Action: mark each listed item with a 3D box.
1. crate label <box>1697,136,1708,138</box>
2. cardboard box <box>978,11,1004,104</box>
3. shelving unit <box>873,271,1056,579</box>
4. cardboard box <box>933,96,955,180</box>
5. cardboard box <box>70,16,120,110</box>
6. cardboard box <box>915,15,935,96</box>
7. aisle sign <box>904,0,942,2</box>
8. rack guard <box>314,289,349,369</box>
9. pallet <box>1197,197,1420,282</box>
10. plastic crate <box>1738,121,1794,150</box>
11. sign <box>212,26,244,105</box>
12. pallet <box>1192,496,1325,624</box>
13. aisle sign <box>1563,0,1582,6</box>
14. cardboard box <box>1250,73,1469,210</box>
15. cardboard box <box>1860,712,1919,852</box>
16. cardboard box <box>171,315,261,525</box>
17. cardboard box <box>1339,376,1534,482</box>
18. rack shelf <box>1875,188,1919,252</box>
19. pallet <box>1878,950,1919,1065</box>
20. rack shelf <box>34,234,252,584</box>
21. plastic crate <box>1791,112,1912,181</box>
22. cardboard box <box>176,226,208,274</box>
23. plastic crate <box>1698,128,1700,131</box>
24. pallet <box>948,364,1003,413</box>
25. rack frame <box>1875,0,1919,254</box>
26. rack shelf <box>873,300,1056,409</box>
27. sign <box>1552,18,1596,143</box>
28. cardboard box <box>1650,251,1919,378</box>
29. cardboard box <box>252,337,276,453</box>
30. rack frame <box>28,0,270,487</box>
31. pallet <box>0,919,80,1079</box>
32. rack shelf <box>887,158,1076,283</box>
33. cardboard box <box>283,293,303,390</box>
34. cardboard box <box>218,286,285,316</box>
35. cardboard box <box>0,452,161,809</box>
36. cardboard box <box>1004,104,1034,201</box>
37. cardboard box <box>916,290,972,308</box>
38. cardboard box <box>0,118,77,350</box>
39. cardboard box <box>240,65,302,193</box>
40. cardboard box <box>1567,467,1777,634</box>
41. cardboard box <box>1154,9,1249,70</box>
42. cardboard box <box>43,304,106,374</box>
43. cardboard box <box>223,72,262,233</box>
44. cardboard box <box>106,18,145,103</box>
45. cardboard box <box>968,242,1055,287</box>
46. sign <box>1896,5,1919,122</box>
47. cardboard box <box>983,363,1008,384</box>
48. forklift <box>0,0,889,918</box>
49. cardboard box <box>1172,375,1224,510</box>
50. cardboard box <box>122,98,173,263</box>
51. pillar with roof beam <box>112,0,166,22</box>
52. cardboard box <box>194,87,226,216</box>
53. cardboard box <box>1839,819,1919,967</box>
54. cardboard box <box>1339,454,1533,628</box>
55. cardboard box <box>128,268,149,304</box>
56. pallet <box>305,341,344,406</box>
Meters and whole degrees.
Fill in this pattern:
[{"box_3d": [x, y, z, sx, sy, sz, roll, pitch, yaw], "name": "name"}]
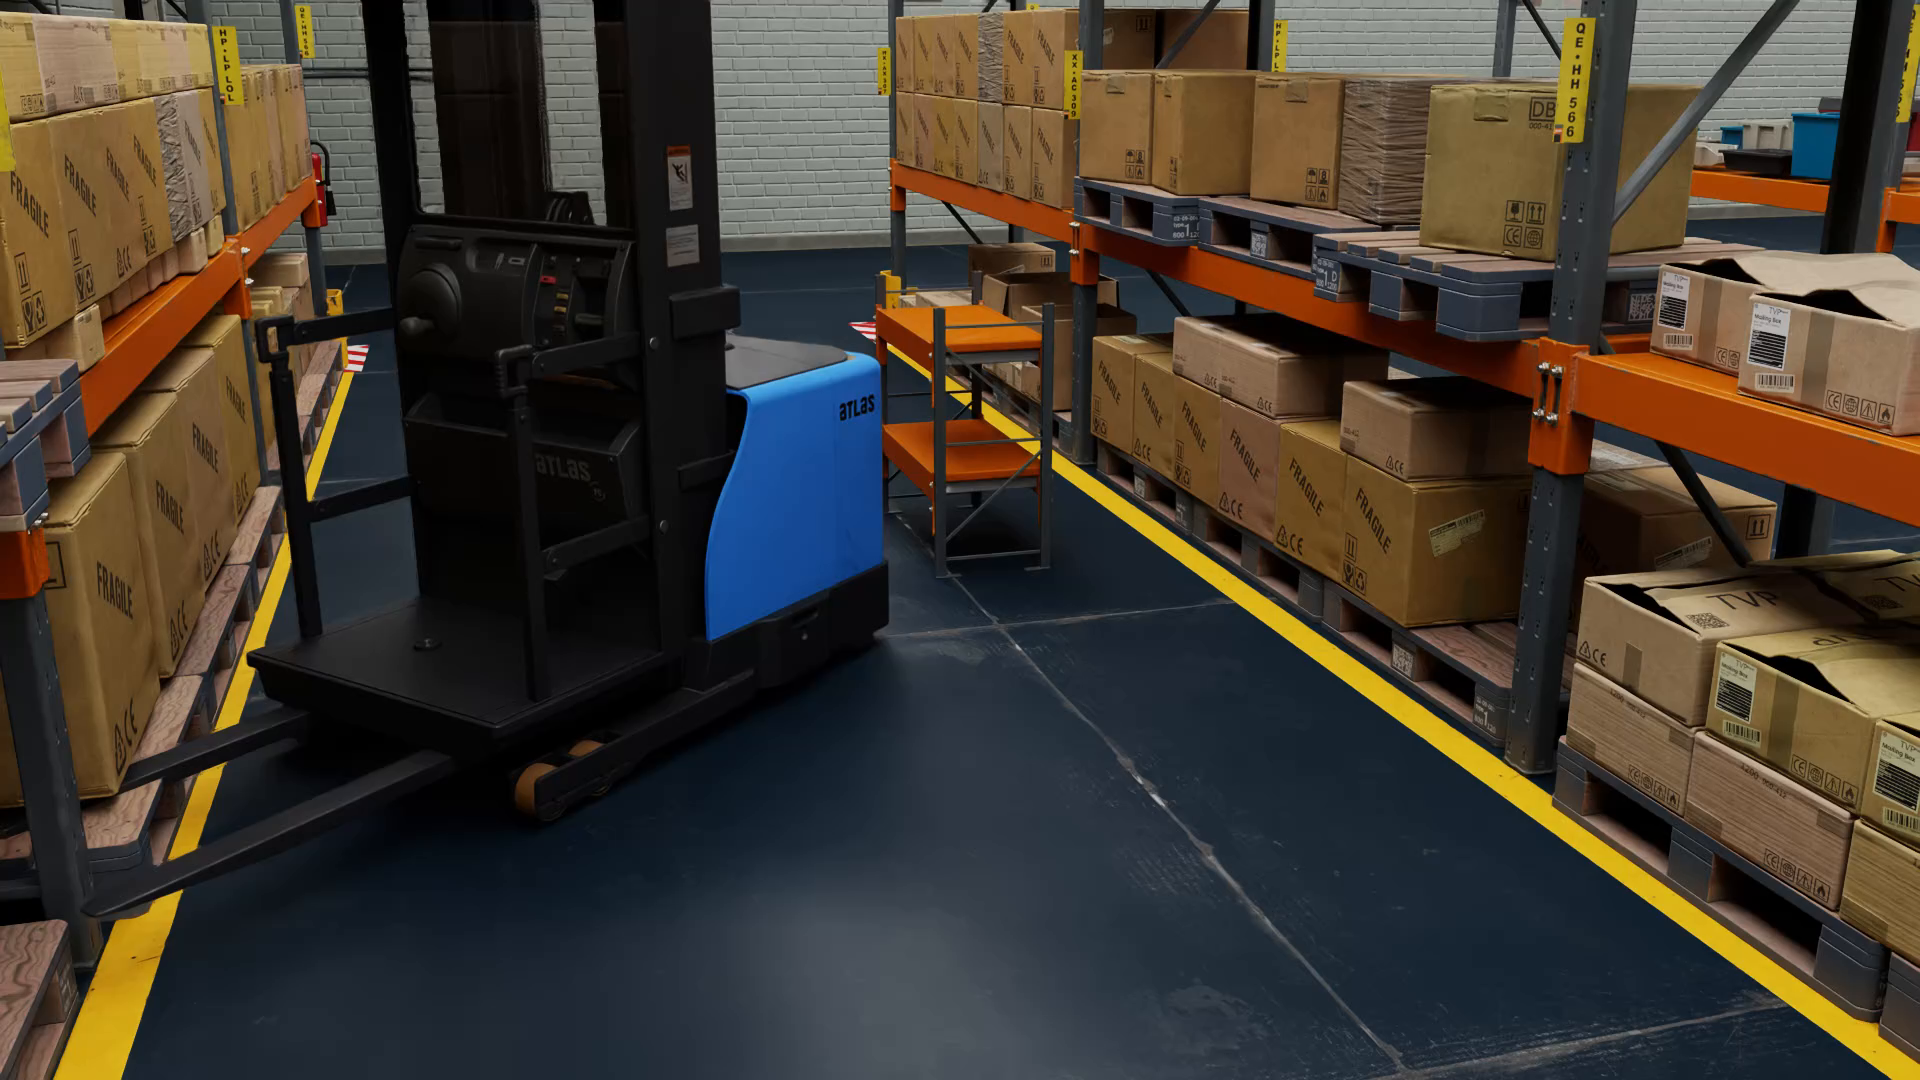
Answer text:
[{"box_3d": [5.311, -2.908, 12.273, 0.396, 0.136, 0.243, -5, 17, -15], "name": "crate label"}, {"box_3d": [0.413, -2.803, 9.659, 0.500, 0.500, 0.500, -5, 17, -15], "name": "cardboard box"}, {"box_3d": [-0.002, -0.541, 7.296, 0.538, 1.125, 1.048, -5, 17, -15], "name": "shelving unit"}, {"box_3d": [0.134, -2.606, 10.739, 0.500, 0.500, 0.500, -5, 17, -15], "name": "cardboard box"}, {"box_3d": [-2.747, -1.369, 4.766, 0.500, 0.250, 0.500, -5, 17, -15], "name": "cardboard box"}, {"box_3d": [0.003, -3.222, 11.052, 0.500, 0.500, 0.500, -5, 17, -15], "name": "cardboard box"}, {"box_3d": [-0.318, -4.223, 11.779, 0.394, 0.787, 0.004, -5, 17, -15], "name": "aisle sign"}, {"box_3d": [-4.785, -1.400, 11.242, 1.175, 0.500, 0.348, -5, 17, -15], "name": "rack guard"}, {"box_3d": [1.643, -1.215, 6.618, 1.003, 0.211, 1.213, -5, 17, -15], "name": "pallet"}, {"box_3d": [5.604, -2.676, 11.248, 0.437, 0.282, 0.530, -5, 17, -15], "name": "plastic crate"}, {"box_3d": [-3.160, -2.046, 7.174, 0.100, 0.325, 0.005, -5, 17, -15], "name": "sign"}, {"box_3d": [1.681, 0.019, 7.021, 1.003, 0.211, 1.213, -5, 17, -15], "name": "pallet"}, {"box_3d": [5.009, -4.661, 13.237, 0.394, 0.787, 0.004, -5, 17, -15], "name": "aisle sign"}, {"box_3d": [1.627, -1.641, 6.799, 0.700, 0.500, 0.500, -10, 19, -29], "name": "cardboard box"}, {"box_3d": [2.334, 0.531, 3.544, 0.500, 0.311, 0.500, -5, 17, -17], "name": "cardboard box"}, {"box_3d": [-3.376, -0.486, 6.862, 0.750, 0.750, 0.750, -4, 17, -15], "name": "cardboard box"}, {"box_3d": [1.679, -0.398, 5.840, 0.500, 0.250, 0.500, -4, 17, -13], "name": "cardboard box"}, {"box_3d": [6.396, -1.369, 8.046, 1.077, 0.370, 4.000, -5, 17, -15], "name": "rack shelf"}, {"box_3d": [2.702, 1.133, 3.312, 1.003, 0.211, 1.213, -5, 17, -15], "name": "pallet"}, {"box_3d": [-3.130, -0.586, 5.439, 1.077, 0.370, 4.000, -5, 17, -15], "name": "rack shelf"}, {"box_3d": [5.390, -2.390, 10.118, 0.392, 0.384, 0.575, -5, 17, -15], "name": "plastic crate"}, {"box_3d": [-3.065, -1.090, 6.269, 0.380, 0.149, 0.250, -5, 17, -15], "name": "cardboard box"}, {"box_3d": [4.942, -2.780, 11.681, 0.416, 0.233, 0.300, -5, 17, -15], "name": "plastic crate"}, {"box_3d": [0.556, -1.069, 10.644, 1.003, 0.211, 1.213, -5, 17, -15], "name": "pallet"}, {"box_3d": [5.846, -2.267, 9.785, 1.000, 3.000, 0.127, -5, 17, -15], "name": "rack frame"}, {"box_3d": [-0.002, -0.821, 7.212, 0.538, 0.278, 1.000, -5, 17, -15], "name": "rack shelf"}, {"box_3d": [1.663, -1.241, 4.494, 0.100, 0.325, 0.005, -5, 17, -15], "name": "sign"}, {"box_3d": [2.240, -0.623, 4.467, 0.500, 0.311, 0.500, -4, 17, -12], "name": "cardboard box"}, {"box_3d": [-3.786, -0.703, 8.192, 0.700, 0.500, 0.500, -4, 17, -15], "name": "cardboard box"}, {"box_3d": [-3.680, -1.484, 7.177, 1.000, 3.000, 0.127, -5, 17, -15], "name": "rack frame"}, {"box_3d": [-2.367, 1.175, 3.175, 1.003, 0.211, 1.213, -5, 17, -15], "name": "pallet"}, {"box_3d": [0.533, -2.085, 10.430, 1.077, 0.370, 4.000, -5, 17, -15], "name": "rack shelf"}, {"box_3d": [-4.214, -1.131, 9.618, 0.700, 0.500, 0.500, -5, 18, -17], "name": "cardboard box"}, {"box_3d": [-3.849, -1.267, 8.943, 0.380, 0.149, 0.250, -5, 17, -17], "name": "cardboard box"}, {"box_3d": [-2.656, 0.237, 4.454, 0.750, 0.750, 0.750, -5, 17, -16], "name": "cardboard box"}, {"box_3d": [0.555, -2.185, 9.337, 0.500, 0.500, 0.500, -4, 17, -14], "name": "cardboard box"}, {"box_3d": [-0.003, -1.565, 11.464, 0.500, 0.250, 0.500, -5, 17, -15], "name": "cardboard box"}, {"box_3d": [-2.468, -0.732, 3.948, 0.500, 0.500, 0.500, -4, 17, -14], "name": "cardboard box"}, {"box_3d": [-4.418, -2.393, 9.683, 0.980, 0.700, 0.700, -5, 17, -16], "name": "cardboard box"}, {"box_3d": [2.331, 0.068, 5.592, 0.500, 0.500, 0.500, -4, 17, -13], "name": "cardboard box"}, {"box_3d": [1.223, -2.556, 8.834, 0.500, 0.500, 0.500, -4, 17, -14], "name": "cardboard box"}, {"box_3d": [-2.501, -0.526, 4.392, 0.380, 0.149, 0.250, -4, 17, -14], "name": "cardboard box"}, {"box_3d": [-3.813, -1.779, 7.638, 0.980, 0.700, 0.700, -4, 17, -14], "name": "cardboard box"}, {"box_3d": [-2.893, -1.510, 5.234, 0.500, 0.250, 0.500, -5, 17, -16], "name": "cardboard box"}, {"box_3d": [0.369, -1.865, 12.028, 0.500, 0.500, 0.500, -5, 17, -15], "name": "cardboard box"}, {"box_3d": [2.714, -1.369, 4.783, 0.100, 0.325, 0.005, -5, 17, -15], "name": "sign"}, {"box_3d": [0.447, -1.142, 9.948, 0.500, 0.311, 0.500, -5, 17, -15], "name": "cardboard box"}, {"box_3d": [-1.469, -0.749, 4.851, 1.130, 2.935, 3.031, 10, 19, 30], "name": "forklift"}, {"box_3d": [1.268, -0.451, 7.321, 0.500, 0.500, 0.500, -4, 17, -15], "name": "cardboard box"}, {"box_3d": [-2.889, -1.158, 5.368, 0.500, 0.500, 0.500, -4, 17, -14], "name": "cardboard box"}, {"box_3d": [-2.213, -6.482, 13.389, 9.100, 9.000, 0.400, -5, 17, -15], "name": "pillar with roof beam"}, {"box_3d": [-3.310, -1.576, 6.758, 0.500, 0.500, 0.500, -5, 17, -16], "name": "cardboard box"}, {"box_3d": [2.331, 0.796, 3.637, 0.500, 0.250, 0.500, -5, 17, -17], "name": "cardboard box"}, {"box_3d": [1.699, -0.024, 5.897, 0.500, 0.500, 0.500, -4, 17, -13], "name": "cardboard box"}, {"box_3d": [-2.945, -0.872, 5.544, 0.380, 0.149, 0.250, -4, 17, -14], "name": "cardboard box"}, {"box_3d": [-4.484, -1.040, 10.546, 1.003, 0.211, 1.213, -5, 17, -15], "name": "pallet"}]
